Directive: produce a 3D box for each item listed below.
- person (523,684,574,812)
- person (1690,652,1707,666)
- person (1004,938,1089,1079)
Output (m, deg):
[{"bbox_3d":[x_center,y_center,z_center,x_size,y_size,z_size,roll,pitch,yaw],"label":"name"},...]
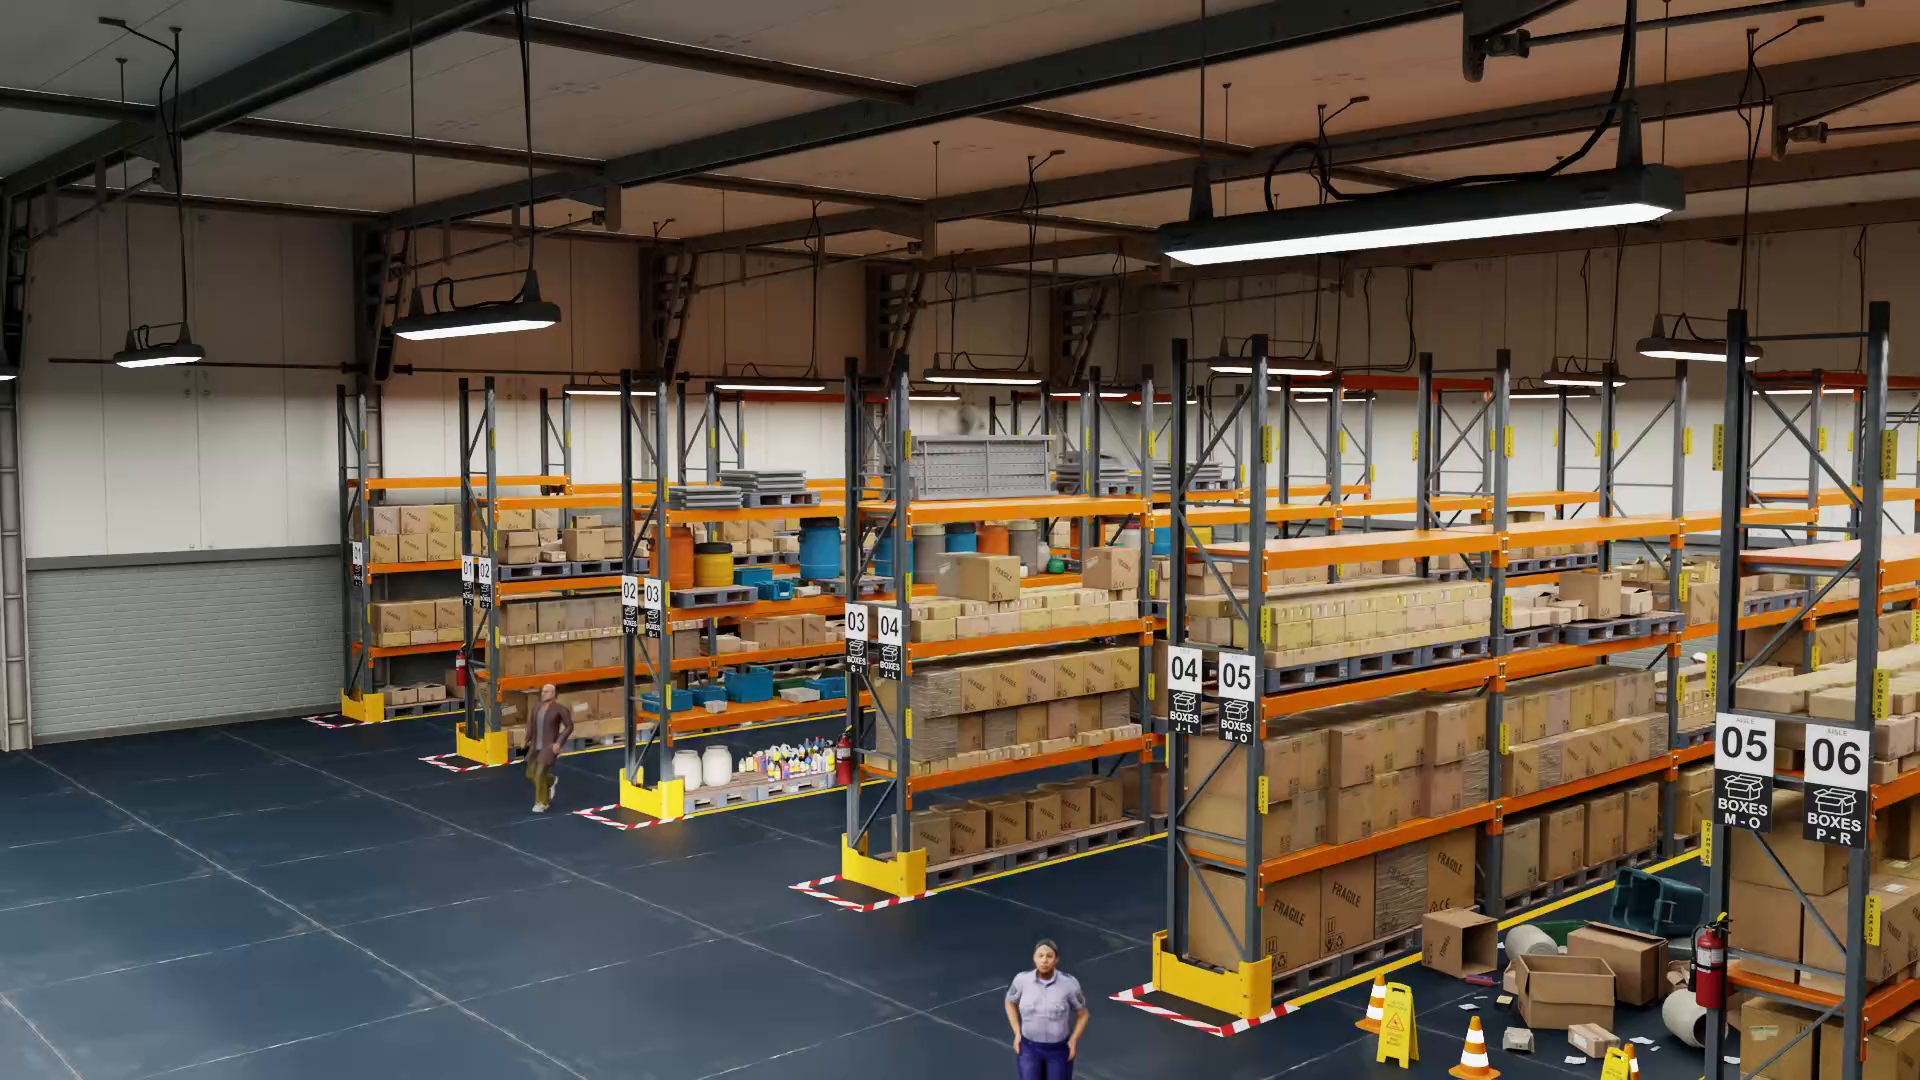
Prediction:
[{"bbox_3d":[-5.634,2.814,22.655,0.731,1.707,0.667,2,4,25],"label":"person"},{"bbox_3d":[11.320,2.620,25.570,0.627,1.803,0.689,-3,5,-37],"label":"person"},{"bbox_3d":[0.600,3.605,11.707,0.607,1.626,0.684,1,4,9],"label":"person"}]
